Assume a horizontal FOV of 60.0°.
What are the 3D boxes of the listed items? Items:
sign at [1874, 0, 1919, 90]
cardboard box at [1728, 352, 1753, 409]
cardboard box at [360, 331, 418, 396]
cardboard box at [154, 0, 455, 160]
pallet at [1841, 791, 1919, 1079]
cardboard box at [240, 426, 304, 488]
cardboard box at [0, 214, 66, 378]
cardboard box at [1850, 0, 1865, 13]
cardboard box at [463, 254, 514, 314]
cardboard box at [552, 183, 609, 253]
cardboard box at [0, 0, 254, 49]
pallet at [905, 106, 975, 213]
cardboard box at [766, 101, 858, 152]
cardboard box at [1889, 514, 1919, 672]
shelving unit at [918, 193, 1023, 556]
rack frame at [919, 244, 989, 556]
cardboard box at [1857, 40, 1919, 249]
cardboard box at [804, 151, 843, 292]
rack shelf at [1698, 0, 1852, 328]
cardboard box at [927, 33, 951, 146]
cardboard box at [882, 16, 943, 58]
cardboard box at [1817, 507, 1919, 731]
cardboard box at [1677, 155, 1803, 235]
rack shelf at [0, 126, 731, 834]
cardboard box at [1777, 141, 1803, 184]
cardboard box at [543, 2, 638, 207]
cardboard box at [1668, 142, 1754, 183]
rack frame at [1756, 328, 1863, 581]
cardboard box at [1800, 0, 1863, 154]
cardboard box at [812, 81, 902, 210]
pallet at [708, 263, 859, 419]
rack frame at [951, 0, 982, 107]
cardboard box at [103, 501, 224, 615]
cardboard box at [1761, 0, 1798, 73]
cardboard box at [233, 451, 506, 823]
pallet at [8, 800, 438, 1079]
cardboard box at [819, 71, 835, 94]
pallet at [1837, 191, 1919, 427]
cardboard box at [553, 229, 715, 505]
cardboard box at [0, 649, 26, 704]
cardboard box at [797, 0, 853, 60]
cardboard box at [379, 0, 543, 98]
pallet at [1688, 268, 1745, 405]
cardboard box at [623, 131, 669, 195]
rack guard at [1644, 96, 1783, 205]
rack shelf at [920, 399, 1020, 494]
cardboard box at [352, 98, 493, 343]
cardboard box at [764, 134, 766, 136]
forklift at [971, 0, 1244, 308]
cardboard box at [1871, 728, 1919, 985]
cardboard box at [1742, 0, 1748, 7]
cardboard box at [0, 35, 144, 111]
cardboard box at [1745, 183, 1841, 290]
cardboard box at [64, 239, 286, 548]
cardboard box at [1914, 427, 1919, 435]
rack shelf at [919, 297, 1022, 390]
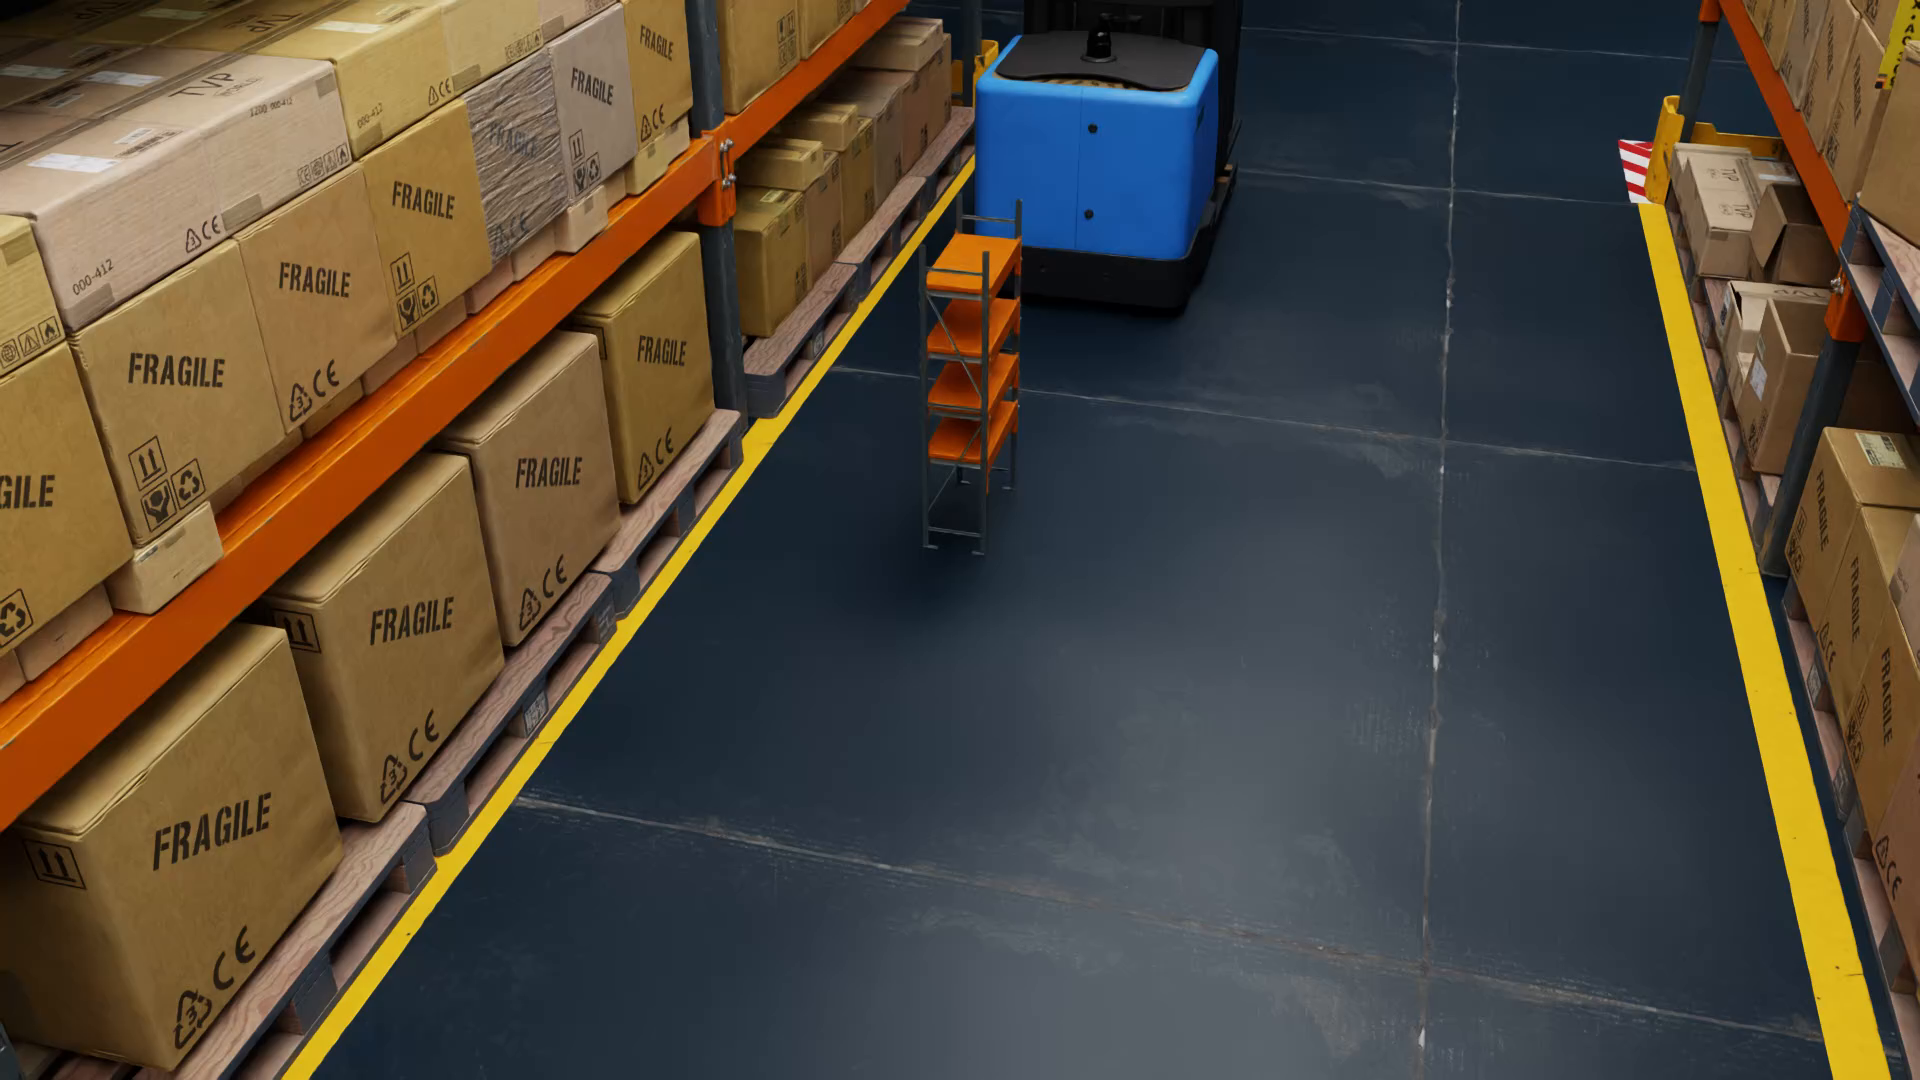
[{"bbox_3d":[2.881,-1.531,5.056,0.100,0.325,0.005,8,33,12],"label":"sign"},{"bbox_3d":[3.315,-0.616,6.670,0.380,0.149,0.250,8,33,12],"label":"cardboard box"},{"bbox_3d":[-1.713,-0.532,4.507,0.380,0.149,0.250,8,33,13],"label":"cardboard box"},{"bbox_3d":[-1.653,-1.191,4.239,0.500,0.250,0.500,7,33,11],"label":"cardboard box"},{"bbox_3d":[2.931,1.143,4.255,1.003,0.211,1.213,8,33,12],"label":"pallet"},{"bbox_3d":[-1.868,-0.274,4.100,0.380,0.149,0.250,9,33,13],"label":"cardboard box"},{"bbox_3d":[-2.027,-0.401,2.997,0.500,0.250,0.500,9,33,14],"label":"cardboard box"},{"bbox_3d":[3.413,-2.124,5.770,0.500,0.500,0.500,7,33,11],"label":"cardboard box"},{"bbox_3d":[-1.561,-0.804,4.934,0.380,0.149,0.250,7,33,11],"label":"cardboard box"},{"bbox_3d":[-1.357,-1.049,5.320,0.380,0.149,0.250,8,33,12],"label":"cardboard box"},{"bbox_3d":[-2.138,-1.255,4.339,0.500,0.250,0.500,7,33,11],"label":"cardboard box"},{"bbox_3d":[-0.496,-2.242,9.580,1.003,0.211,1.213,8,33,12],"label":"pallet"},{"bbox_3d":[-0.700,-1.963,7.875,0.380,0.149,0.250,7,33,11],"label":"cardboard box"},{"bbox_3d":[2.796,0.193,4.371,0.500,0.250,0.500,8,33,12],"label":"cardboard box"},{"bbox_3d":[0.042,-0.592,6.063,0.258,1.200,0.503,8,33,12],"label":"shelving unit"},{"bbox_3d":[-0.020,-0.466,5.864,0.240,1.200,0.015,8,33,12],"label":"rack frame"},{"bbox_3d":[3.072,-1.100,4.700,0.700,0.500,0.500,-3,33,-4],"label":"cardboard box"},{"bbox_3d":[-0.965,-1.525,7.792,0.700,0.500,0.500,8,33,12],"label":"cardboard box"},{"bbox_3d":[3.916,-1.830,7.004,1.077,0.370,4.000,8,33,12],"label":"rack shelf"},{"bbox_3d":[-0.450,-2.590,9.466,0.700,0.500,0.500,8,33,12],"label":"cardboard box"},{"bbox_3d":[-0.306,-2.772,9.148,0.380,0.149,0.250,8,33,12],"label":"cardboard box"},{"bbox_3d":[2.925,0.269,4.950,0.500,0.500,0.500,8,33,13],"label":"cardboard box"},{"bbox_3d":[3.884,-1.694,8.272,0.500,0.250,0.500,8,33,12],"label":"cardboard box"},{"bbox_3d":[-1.892,-0.427,4.796,1.077,0.370,4.000,8,33,12],"label":"rack shelf"},{"bbox_3d":[4.524,-1.987,8.499,0.500,0.500,0.500,8,33,12],"label":"cardboard box"},{"bbox_3d":[-1.378,-1.405,5.275,0.500,0.500,0.500,8,33,13],"label":"cardboard box"},{"bbox_3d":[3.985,-1.984,8.822,0.380,0.149,0.250,8,33,12],"label":"cardboard box"},{"bbox_3d":[3.408,-1.096,5.178,1.000,3.000,0.127,8,33,12],"label":"rack frame"},{"bbox_3d":[3.416,-1.700,6.035,0.500,0.500,0.500,9,34,14],"label":"cardboard box"},{"bbox_3d":[-0.704,-2.069,8.647,0.700,0.500,0.500,7,33,11],"label":"cardboard box"},{"bbox_3d":[-1.116,-0.976,7.588,1.003,0.211,1.213,8,33,12],"label":"pallet"},{"bbox_3d":[-0.369,-3.844,9.501,1.000,3.000,0.127,8,33,12],"label":"rack frame"},{"bbox_3d":[-1.870,0.009,3.655,0.380,0.149,0.250,9,34,14],"label":"cardboard box"},{"bbox_3d":[3.671,-2.232,6.872,0.500,0.500,0.500,8,33,13],"label":"cardboard box"},{"bbox_3d":[-1.857,0.220,4.721,0.750,0.750,0.750,8,33,12],"label":"cardboard box"},{"bbox_3d":[-2.126,1.085,4.346,1.003,0.211,1.213,8,33,12],"label":"pallet"},{"bbox_3d":[-0.867,-2.431,8.611,0.380,0.149,0.250,8,33,13],"label":"cardboard box"},{"bbox_3d":[3.100,-0.615,4.601,1.003,0.211,1.213,8,33,12],"label":"pallet"},{"bbox_3d":[-1.424,-0.684,6.142,0.750,0.750,0.750,8,33,13],"label":"cardboard box"},{"bbox_3d":[-2.092,0.265,3.252,0.380,0.149,0.250,8,33,12],"label":"cardboard box"},{"bbox_3d":[-1.040,-2.552,7.190,0.980,0.700,0.700,7,33,11],"label":"cardboard box"},{"bbox_3d":[-1.524,-1.455,4.655,0.500,0.250,0.500,9,33,13],"label":"cardboard box"},{"bbox_3d":[3.891,-0.911,7.486,1.003,0.211,1.213,8,33,12],"label":"pallet"},{"bbox_3d":[-1.237,-1.323,5.750,0.380,0.149,0.250,9,33,13],"label":"cardboard box"},{"bbox_3d":[4.404,-2.077,9.052,1.175,0.500,0.348,8,33,12],"label":"rack guard"},{"bbox_3d":[0.042,-0.368,6.206,0.258,0.148,0.480,8,33,12],"label":"rack shelf"},{"bbox_3d":[-1.635,-0.885,4.458,0.500,0.500,0.500,9,34,14],"label":"cardboard box"},{"bbox_3d":[-1.126,-1.901,7.778,0.380,0.149,0.250,7,33,11],"label":"cardboard box"},{"bbox_3d":[0.927,-3.112,8.413,1.130,2.935,3.031,8,33,12],"label":"forklift"},{"bbox_3d":[2.662,0.790,4.131,0.500,0.500,0.500,7,33,11],"label":"cardboard box"},{"bbox_3d":[3.930,-2.751,7.688,0.500,0.500,0.500,8,33,12],"label":"cardboard box"},{"bbox_3d":[-2.267,-0.990,3.924,0.500,0.250,0.500,7,33,11],"label":"cardboard box"},{"bbox_3d":[3.880,-1.204,7.265,0.797,0.503,0.637,8,33,12],"label":"cardboard box"},{"bbox_3d":[-1.887,-0.357,3.626,0.500,0.500,0.500,9,34,14],"label":"cardboard box"},{"bbox_3d":[3.724,-0.335,6.078,0.500,0.311,0.500,8,33,12],"label":"cardboard box"},{"bbox_3d":[0.042,-0.724,5.979,0.258,0.148,0.480,8,33,12],"label":"rack shelf"}]
